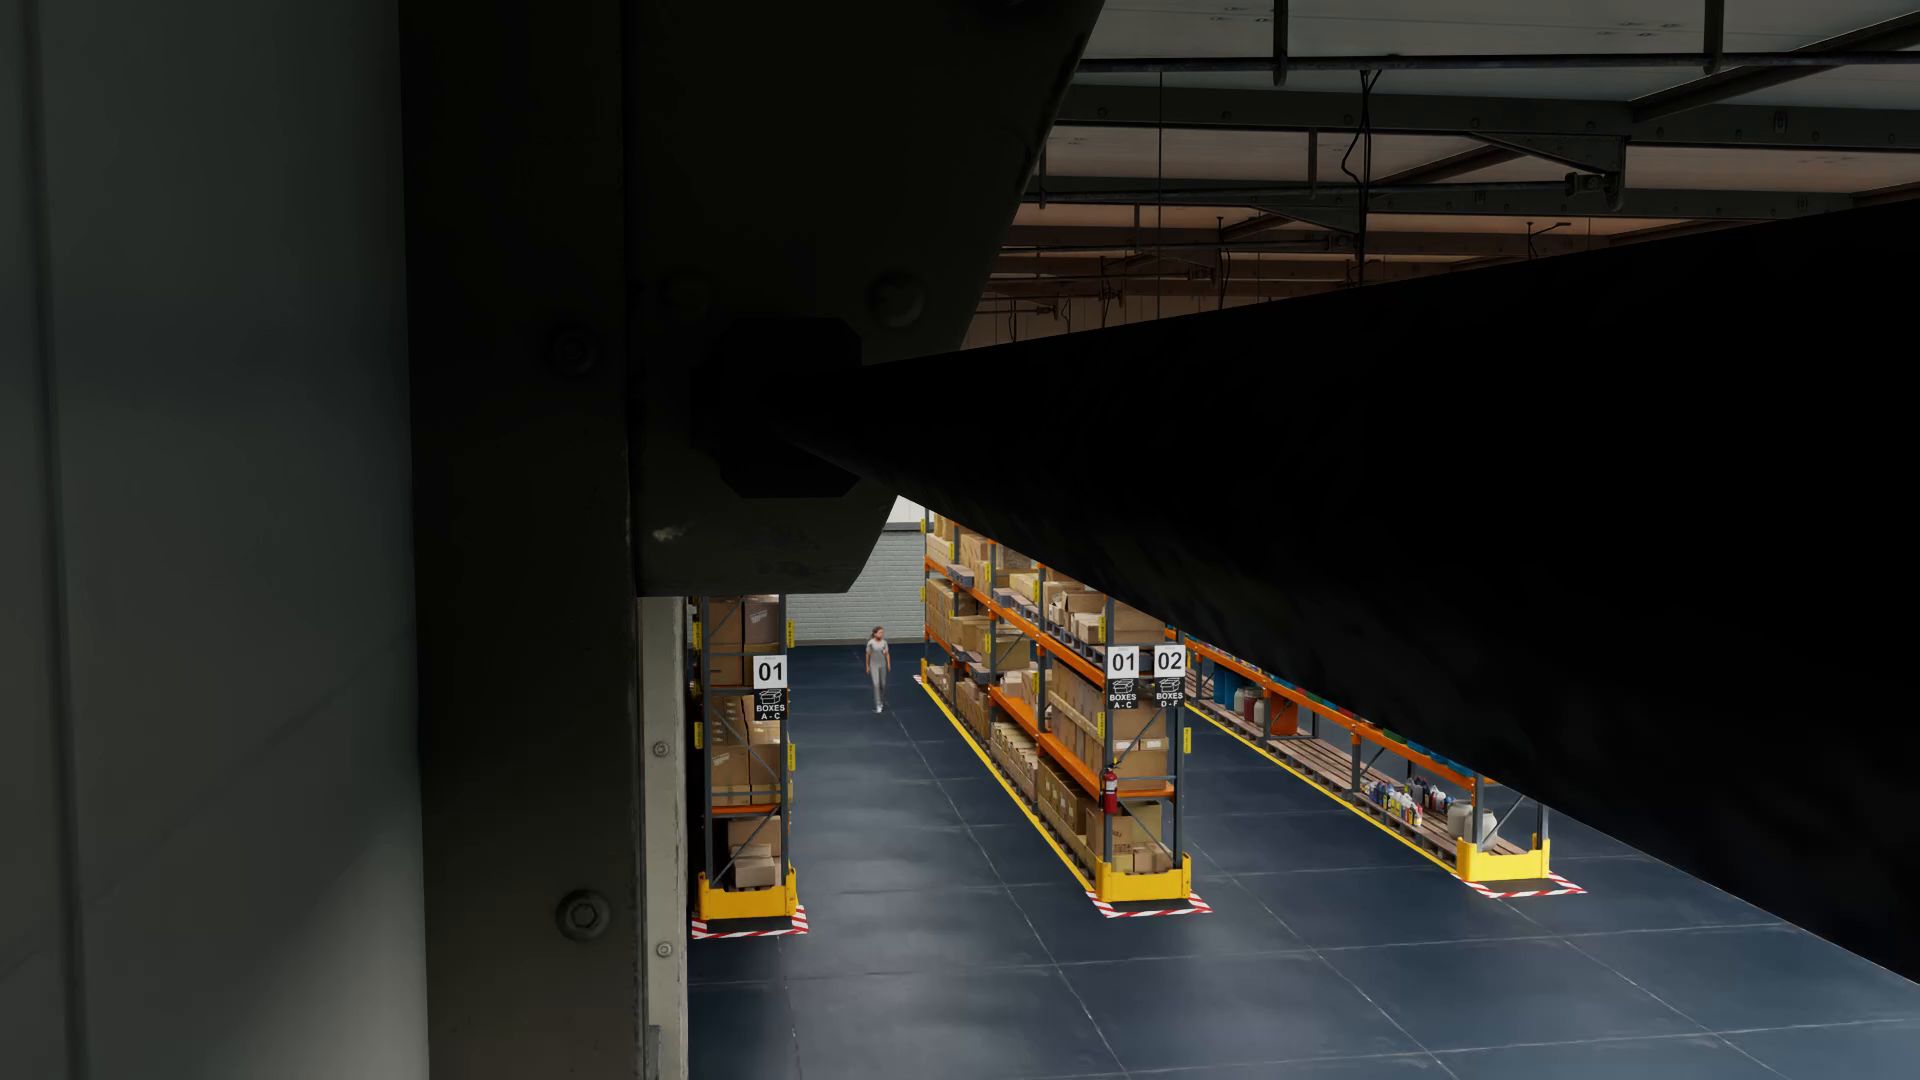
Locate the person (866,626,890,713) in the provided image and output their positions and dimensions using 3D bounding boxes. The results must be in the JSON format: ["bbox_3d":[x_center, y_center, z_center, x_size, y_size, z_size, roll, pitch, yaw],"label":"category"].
[{"bbox_3d":[-1.596,2.584,33.341,0.469,1.669,0.745,-2,5,-23],"label":"person"}]

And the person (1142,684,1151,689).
[{"bbox_3d":[3.778,2.476,34.366,0.484,1.632,0.941,1,5,14],"label":"person"}]
